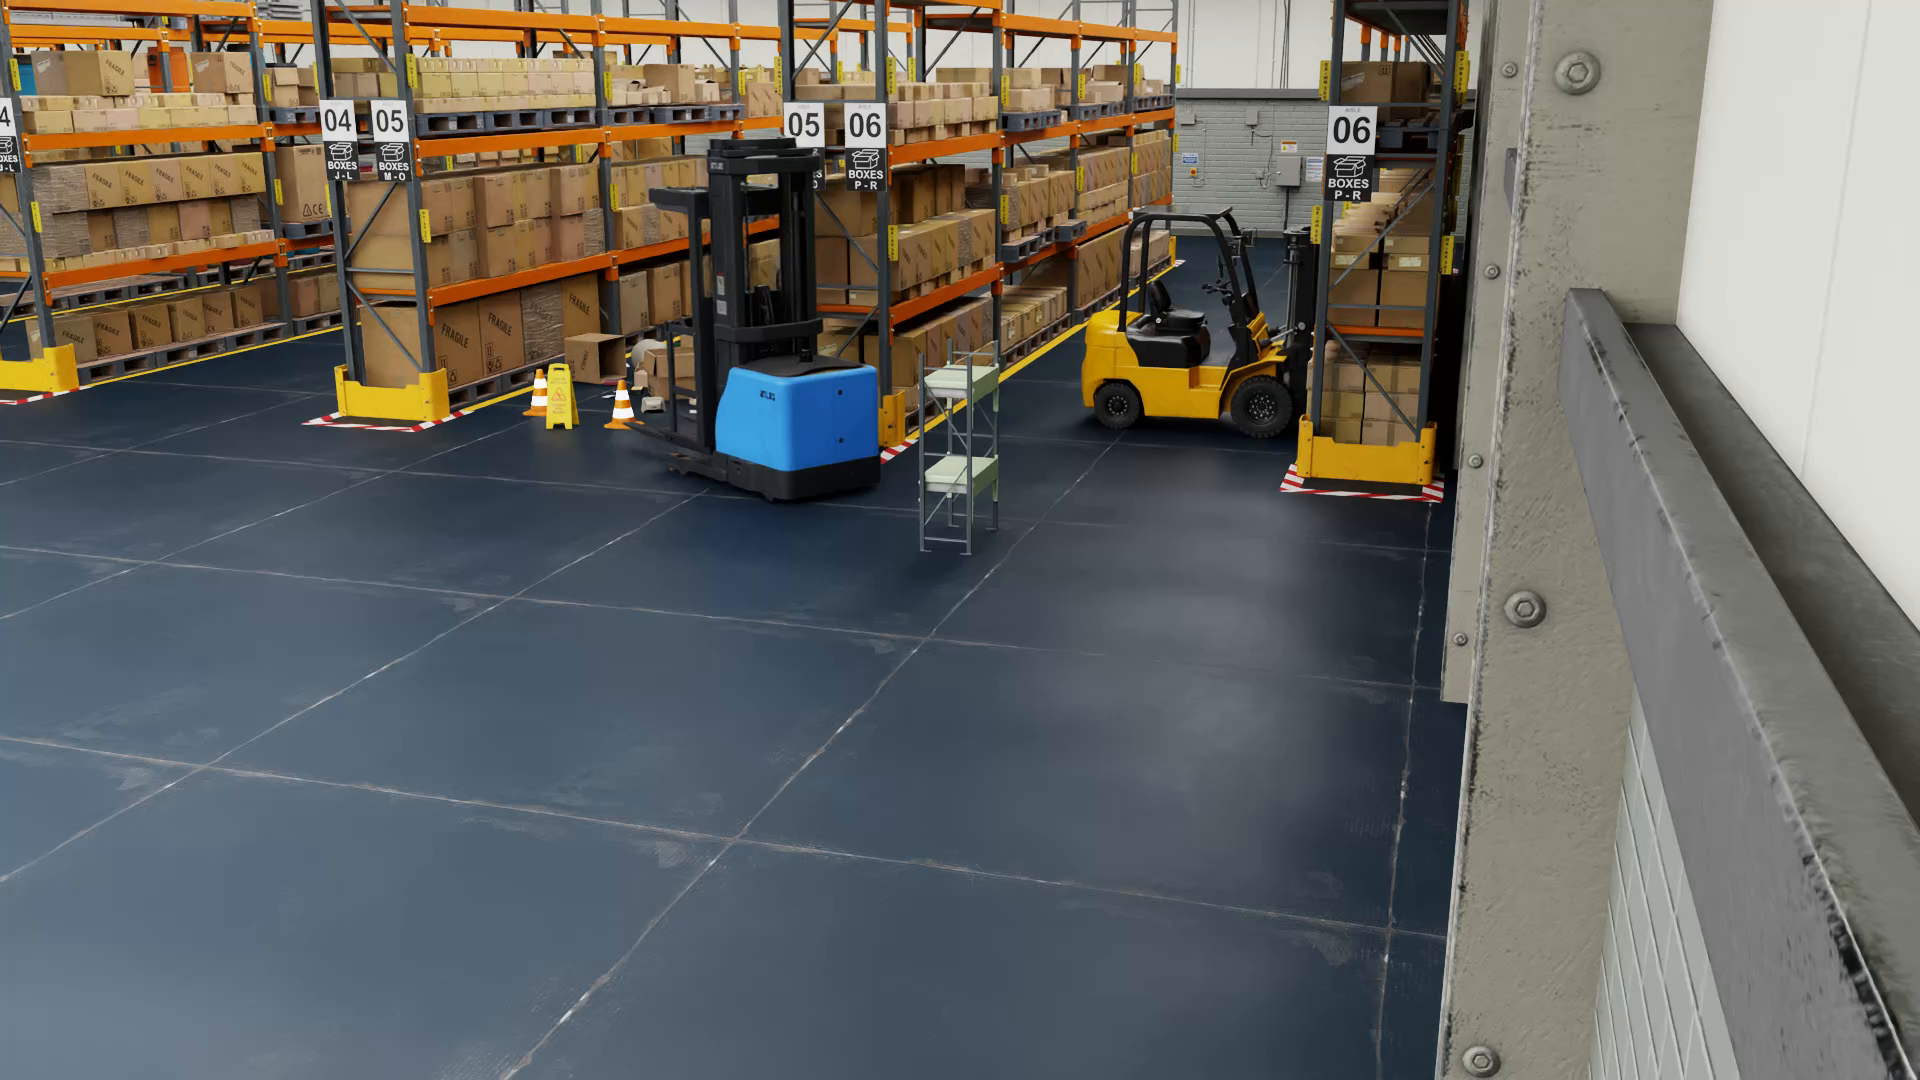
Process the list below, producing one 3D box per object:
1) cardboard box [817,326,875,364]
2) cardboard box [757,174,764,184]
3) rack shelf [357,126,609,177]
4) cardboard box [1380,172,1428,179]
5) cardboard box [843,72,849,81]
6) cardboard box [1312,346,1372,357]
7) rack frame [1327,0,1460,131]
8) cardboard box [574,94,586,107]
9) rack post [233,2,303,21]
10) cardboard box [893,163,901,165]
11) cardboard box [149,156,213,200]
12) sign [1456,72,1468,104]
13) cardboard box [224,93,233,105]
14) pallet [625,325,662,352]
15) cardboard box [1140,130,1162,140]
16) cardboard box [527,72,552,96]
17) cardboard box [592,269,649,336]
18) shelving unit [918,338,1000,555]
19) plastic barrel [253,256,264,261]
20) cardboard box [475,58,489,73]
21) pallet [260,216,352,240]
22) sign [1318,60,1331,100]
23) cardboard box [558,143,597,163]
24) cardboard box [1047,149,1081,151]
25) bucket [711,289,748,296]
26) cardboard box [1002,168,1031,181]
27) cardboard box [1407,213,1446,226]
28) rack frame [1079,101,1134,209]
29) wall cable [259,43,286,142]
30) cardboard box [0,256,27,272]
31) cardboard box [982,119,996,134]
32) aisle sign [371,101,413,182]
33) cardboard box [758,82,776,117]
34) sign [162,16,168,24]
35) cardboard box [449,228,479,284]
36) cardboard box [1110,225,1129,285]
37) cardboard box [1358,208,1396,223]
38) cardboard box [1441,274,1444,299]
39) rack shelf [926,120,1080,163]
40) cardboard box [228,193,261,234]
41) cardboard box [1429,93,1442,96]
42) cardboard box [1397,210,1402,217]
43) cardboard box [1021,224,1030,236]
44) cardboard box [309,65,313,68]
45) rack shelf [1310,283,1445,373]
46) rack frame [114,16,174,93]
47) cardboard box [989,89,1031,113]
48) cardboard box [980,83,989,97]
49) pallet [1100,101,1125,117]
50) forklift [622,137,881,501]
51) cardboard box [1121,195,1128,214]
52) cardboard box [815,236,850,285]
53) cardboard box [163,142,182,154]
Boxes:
[{"bbox_3d":[-1.172,-1.870,16.820,0.500,0.500,0.500,5,17,16],"label":"cardboard box"},{"bbox_3d":[-3.186,-5.458,25.176,0.380,0.149,0.250,5,16,16],"label":"cardboard box"},{"bbox_3d":[-5.355,-4.378,18.588,1.077,0.370,4.000,5,16,16],"label":"rack shelf"},{"bbox_3d":[6.522,-5.161,24.575,0.700,0.500,0.500,5,17,16],"label":"cardboard box"},{"bbox_3d":[-2.089,-7.826,28.055,0.380,0.149,0.250,4,16,13],"label":"cardboard box"},{"bbox_3d":[3.582,-1.655,15.604,0.500,0.250,0.500,5,17,17],"label":"cardboard box"},{"bbox_3d":[3.611,-4.902,13.622,1.000,3.000,0.127,5,16,16],"label":"rack frame"},{"bbox_3d":[-4.655,-5.190,19.642,0.380,0.149,0.250,5,17,17],"label":"cardboard box"},{"bbox_3d":[-12.259,-9.324,29.349,0.937,0.300,0.954,4,16,15],"label":"rack post"},{"bbox_3d":[-1.409,-6.863,30.799,0.500,0.500,0.500,4,16,15],"label":"cardboard box"},{"bbox_3d":[-9.662,-4.487,20.589,0.500,0.500,0.500,5,16,16],"label":"cardboard box"},{"bbox_3d":[5.280,-4.750,17.489,0.100,0.325,0.005,5,16,16],"label":"sign"},{"bbox_3d":[-9.493,-5.607,21.149,0.380,0.149,0.250,5,17,16],"label":"cardboard box"},{"bbox_3d":[-4.640,-2.670,21.856,1.003,0.211,1.213,5,16,16],"label":"pallet"},{"bbox_3d":[3.335,-7.113,29.205,0.380,0.149,0.250,5,17,17],"label":"cardboard box"},{"bbox_3d":[-4.969,-5.156,18.792,0.500,0.250,0.500,4,16,15],"label":"cardboard box"},{"bbox_3d":[-4.697,-3.093,21.590,1.050,0.750,0.750,5,16,16],"label":"cardboard box"},{"bbox_3d":[-0.002,-0.720,12.619,0.431,1.500,0.755,5,16,16],"label":"shelving unit"},{"bbox_3d":[-12.607,-5.230,29.561,0.421,0.512,0.421,0,16,0],"label":"plastic barrel"},{"bbox_3d":[-5.234,-5.042,17.658,0.380,0.149,0.250,4,16,15],"label":"cardboard box"},{"bbox_3d":[-9.157,-4.311,22.884,1.003,0.211,1.213,5,16,16],"label":"pallet"},{"bbox_3d":[3.095,-3.893,14.082,0.100,0.325,0.005,5,16,16],"label":"sign"},{"bbox_3d":[-6.859,-6.845,29.821,0.500,0.500,0.500,5,16,16],"label":"cardboard box"},{"bbox_3d":[1.597,-5.710,25.446,0.500,0.500,0.500,4,16,14],"label":"cardboard box"},{"bbox_3d":[-2.615,-2.746,20.227,0.726,0.611,0.620,11,9,35],"label":"bucket"},{"bbox_3d":[0.670,-4.540,20.651,0.380,0.149,0.250,6,17,19],"label":"cardboard box"},{"bbox_3d":[4.669,-3.190,16.660,0.380,0.149,0.250,4,16,15],"label":"cardboard box"},{"bbox_3d":[2.261,-5.539,26.862,1.000,3.000,0.127,5,16,16],"label":"rack frame"},{"bbox_3d":[-18.401,-11.351,42.048,3.097,2.526,0.112,5,16,16],"label":"wall cable"},{"bbox_3d":[-10.768,-3.138,18.857,0.380,0.149,0.250,5,16,16],"label":"cardboard box"},{"bbox_3d":[0.191,-4.662,18.733,0.380,0.149,0.250,5,17,16],"label":"cardboard box"},{"bbox_3d":[-5.656,-3.966,16.552,0.394,0.787,0.004,5,16,16],"label":"aisle sign"},{"bbox_3d":[-3.098,-6.602,24.927,0.500,0.500,0.500,5,16,16],"label":"cardboard box"},{"bbox_3d":[-12.596,-8.336,26.318,0.100,0.325,0.005,5,16,16],"label":"sign"},{"bbox_3d":[-5.726,-3.076,17.901,0.875,0.550,0.550,5,16,16],"label":"cardboard box"},{"bbox_3d":[2.162,-4.551,26.501,0.875,0.875,0.875,5,17,18],"label":"cardboard box"},{"bbox_3d":[4.321,-3.363,17.271,0.380,0.149,0.250,4,16,15],"label":"cardboard box"},{"bbox_3d":[4.599,-2.708,16.697,0.500,0.500,0.500,4,16,14],"label":"cardboard box"},{"bbox_3d":[0.556,-5.067,21.017,1.077,0.370,4.000,5,16,16],"label":"rack shelf"},{"bbox_3d":[-9.701,-4.293,21.740,0.875,0.500,0.500,5,16,16],"label":"cardboard box"},{"bbox_3d":[5.625,-5.243,19.795,0.380,0.166,0.250,5,16,16],"label":"cardboard box"},{"bbox_3d":[4.808,-3.658,18.858,0.380,0.149,0.250,5,16,16],"label":"cardboard box"},{"bbox_3d":[0.647,-3.857,20.620,0.380,0.149,0.250,5,17,17],"label":"cardboard box"},{"bbox_3d":[-9.041,-6.626,24.095,0.500,0.500,0.500,4,16,14],"label":"cardboard box"},{"bbox_3d":[4.179,-2.193,16.383,1.077,0.370,4.000,5,16,16],"label":"rack shelf"},{"bbox_3d":[-13.126,-8.532,26.418,1.000,3.000,0.127,5,16,16],"label":"rack frame"},{"bbox_3d":[0.538,-5.141,19.467,0.500,0.250,0.500,4,16,14],"label":"cardboard box"},{"bbox_3d":[0.106,-4.979,18.387,0.380,0.149,0.250,4,16,14],"label":"cardboard box"},{"bbox_3d":[2.048,-6.647,25.620,0.805,0.209,1.217,4,16,14],"label":"pallet"},{"bbox_3d":[-2.018,-2.069,14.753,1.130,2.935,3.031,-13,20,-38],"label":"forklift"},{"bbox_3d":[2.375,-5.330,26.400,0.500,0.250,0.500,4,16,15],"label":"cardboard box"},{"bbox_3d":[-1.259,-2.755,16.316,0.500,0.500,0.500,4,16,15],"label":"cardboard box"},{"bbox_3d":[-16.041,-7.977,33.441,0.500,0.500,0.500,4,16,14],"label":"cardboard box"}]
